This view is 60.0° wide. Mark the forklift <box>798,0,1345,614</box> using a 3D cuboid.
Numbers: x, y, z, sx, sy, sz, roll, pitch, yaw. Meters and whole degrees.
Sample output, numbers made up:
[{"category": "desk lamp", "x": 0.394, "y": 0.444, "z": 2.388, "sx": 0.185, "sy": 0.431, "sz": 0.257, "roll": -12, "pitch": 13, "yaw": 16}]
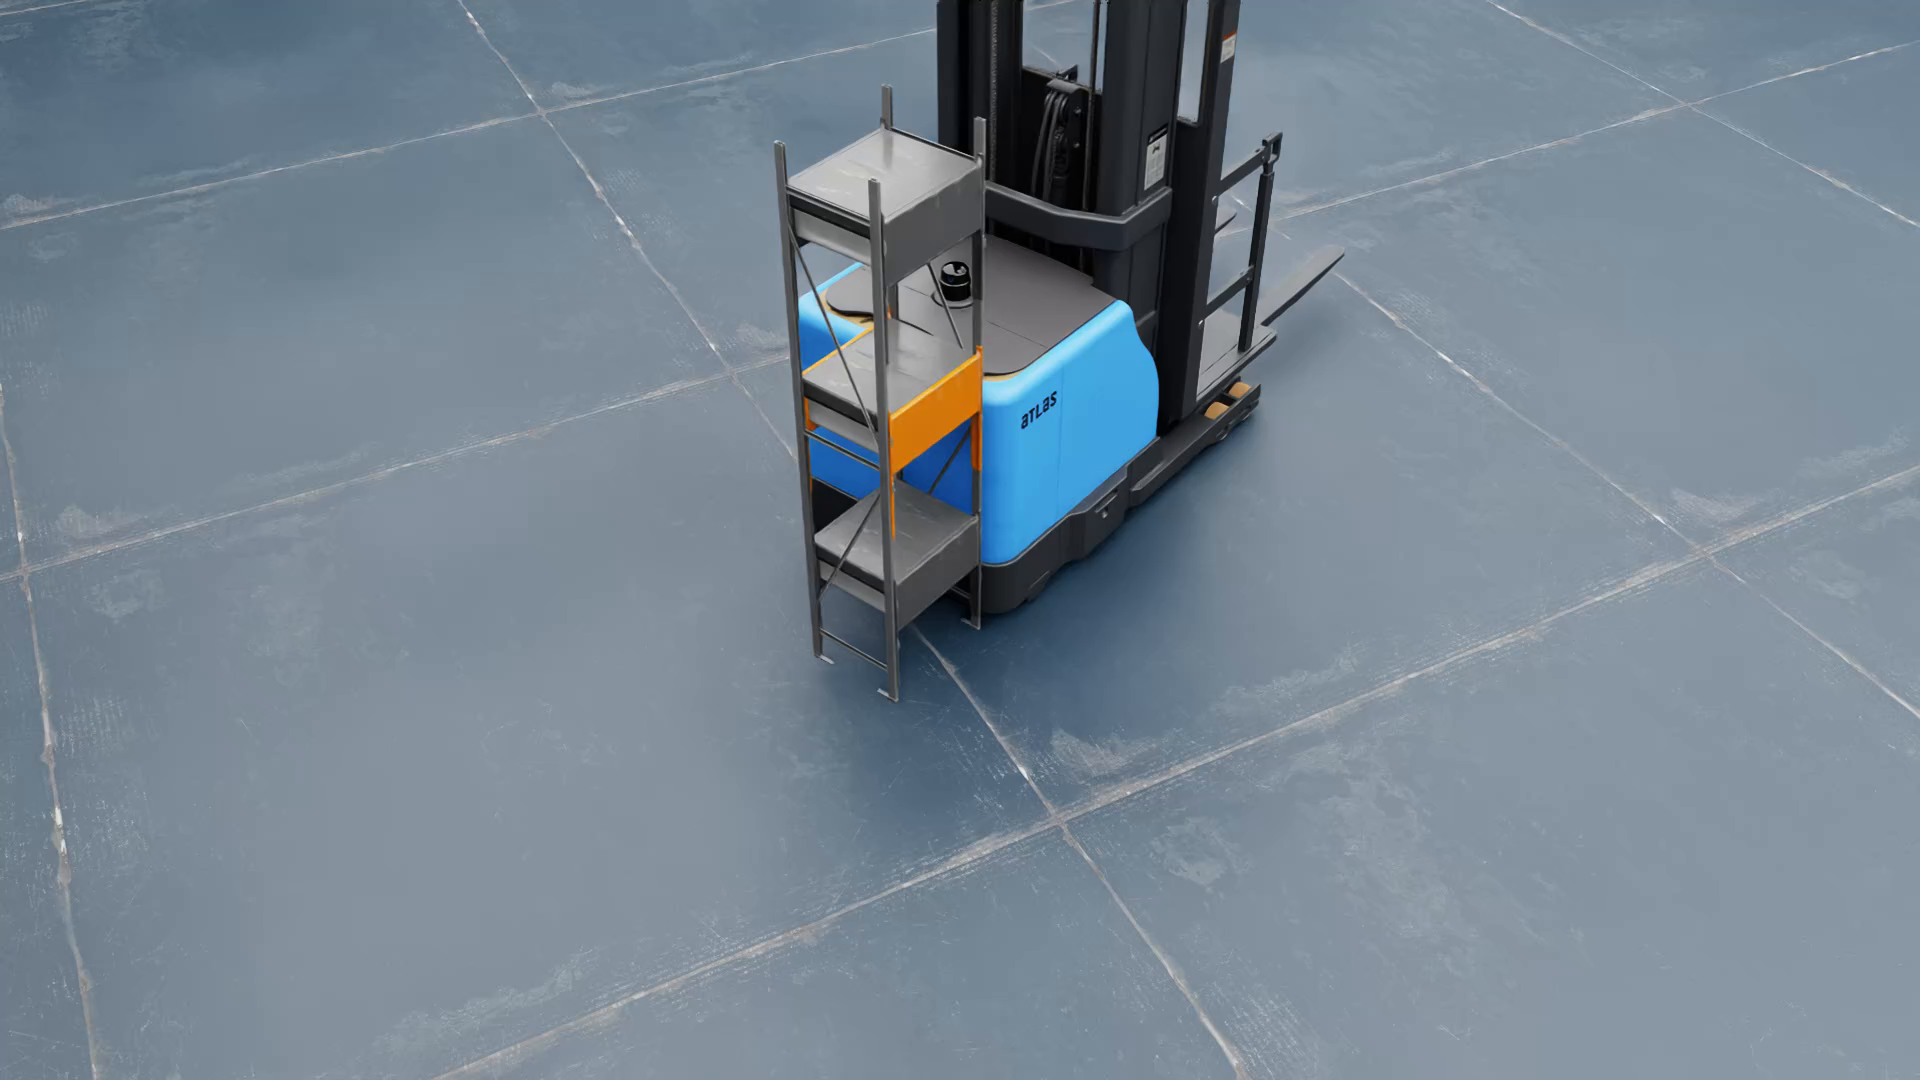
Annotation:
[{"category": "forklift", "x": 0.674, "y": -1.732, "z": 6.528, "sx": 1.130, "sy": 2.935, "sz": 3.031, "roll": 27, "pitch": 47, "yaw": 28}]

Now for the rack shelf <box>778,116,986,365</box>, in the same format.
[{"category": "rack shelf", "x": -0.235, "y": -0.937, "z": 5.170, "sx": 0.431, "sy": 0.518, "sz": 0.480, "roll": 27, "pitch": 47, "yaw": 28}]

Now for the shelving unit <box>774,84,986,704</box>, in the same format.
[{"category": "shelving unit", "x": -0.235, "y": -0.414, "z": 5.613, "sx": 0.431, "sy": 2.100, "sz": 0.503, "roll": 27, "pitch": 47, "yaw": 28}]

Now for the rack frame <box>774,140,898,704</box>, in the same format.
[{"category": "rack frame", "x": -0.386, "y": -0.290, "z": 5.467, "sx": 0.400, "sy": 2.100, "sz": 0.015, "roll": 27, "pitch": 47, "yaw": 28}]

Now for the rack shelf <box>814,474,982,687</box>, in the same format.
[{"category": "rack shelf", "x": -0.235, "y": 0.131, "z": 6.075, "sx": 0.431, "sy": 0.518, "sz": 0.480, "roll": 27, "pitch": 47, "yaw": 28}]

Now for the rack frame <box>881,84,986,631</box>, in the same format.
[{"category": "rack frame", "x": -0.084, "y": -0.537, "z": 5.760, "sx": 0.400, "sy": 2.100, "sz": 0.015, "roll": 27, "pitch": 47, "yaw": 28}]

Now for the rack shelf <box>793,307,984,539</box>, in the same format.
[{"category": "rack shelf", "x": -0.235, "y": -0.403, "z": 5.622, "sx": 0.431, "sy": 0.518, "sz": 0.480, "roll": 27, "pitch": 47, "yaw": 28}]
